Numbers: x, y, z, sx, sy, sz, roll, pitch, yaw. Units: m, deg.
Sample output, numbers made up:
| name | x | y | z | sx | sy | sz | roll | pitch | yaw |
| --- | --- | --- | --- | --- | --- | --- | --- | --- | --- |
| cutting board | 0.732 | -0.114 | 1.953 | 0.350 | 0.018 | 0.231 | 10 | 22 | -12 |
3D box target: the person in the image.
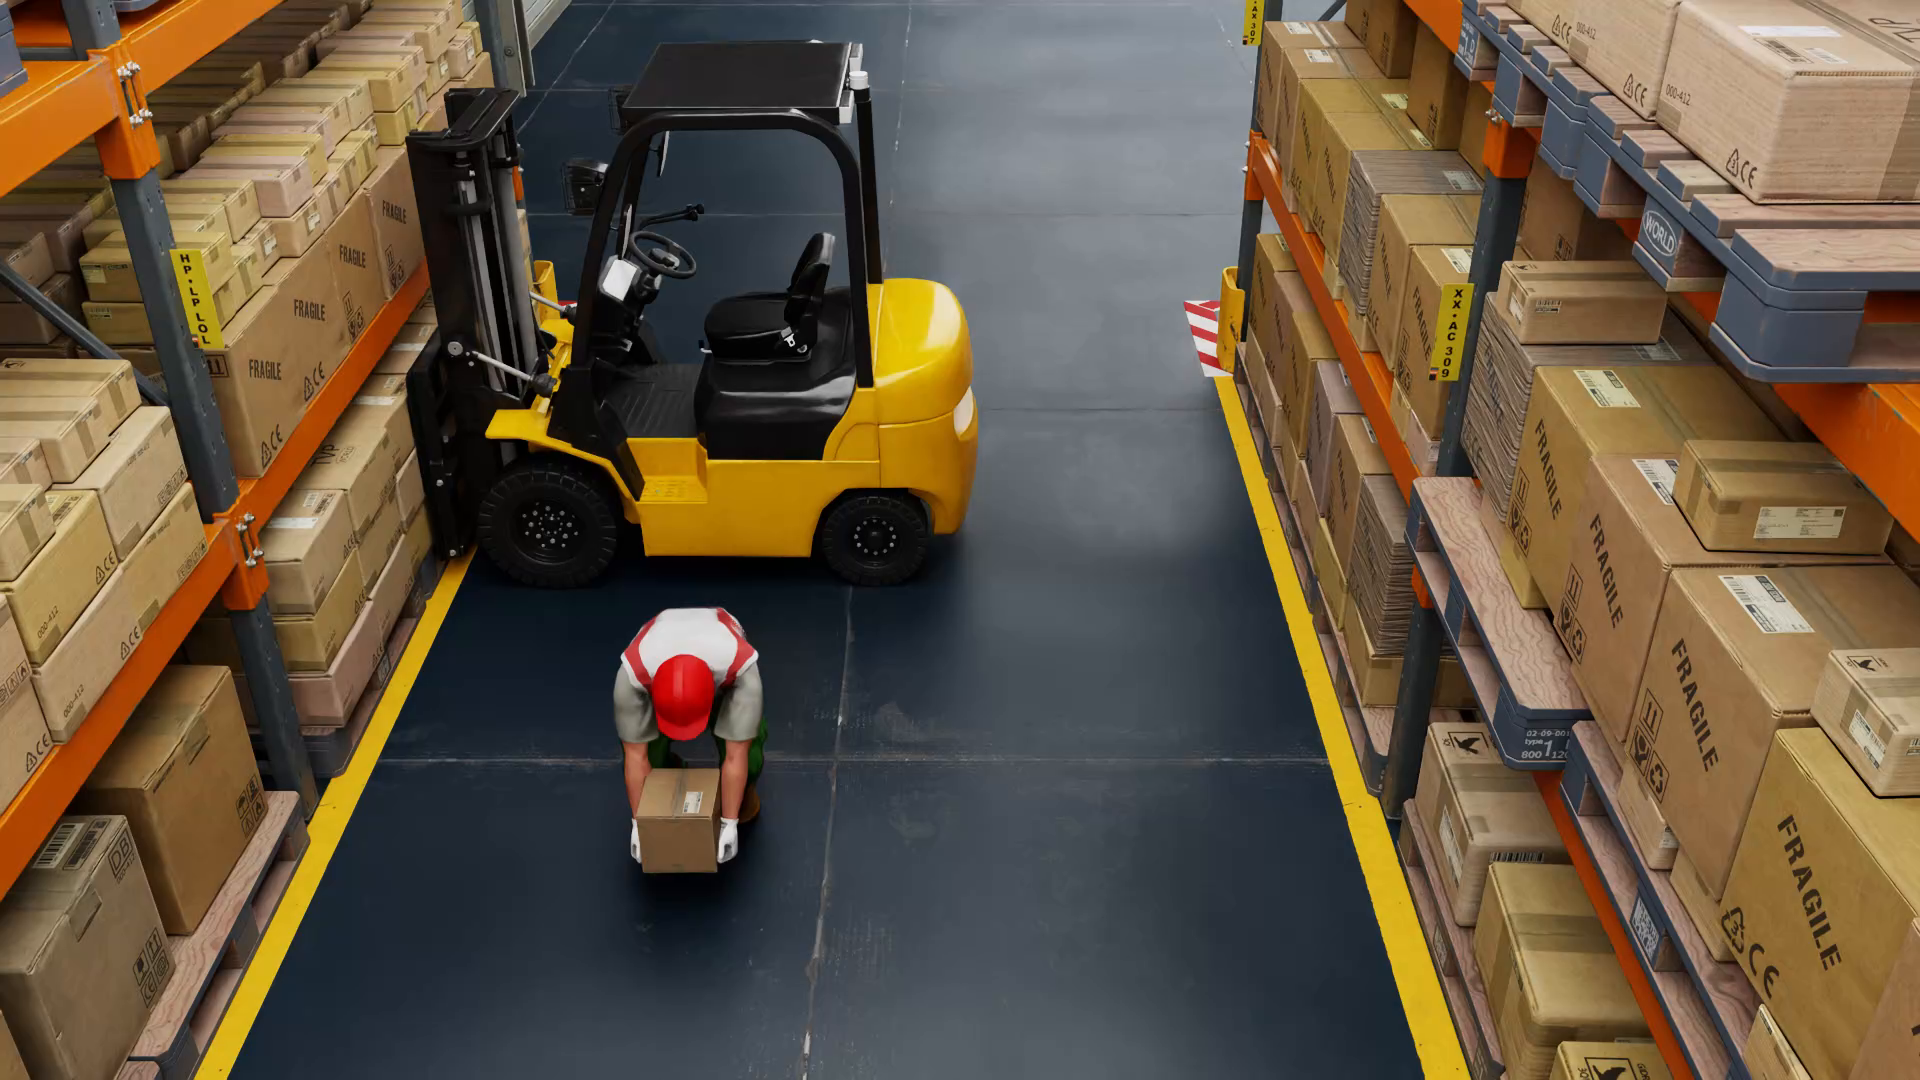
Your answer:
| name | x | y | z | sx | sy | sz | roll | pitch | yaw |
| --- | --- | --- | --- | --- | --- | --- | --- | --- | --- |
| person | -0.940 | 0.634 | 5.842 | 0.534 | 0.990 | 0.911 | -1 | 31 | -2 |
